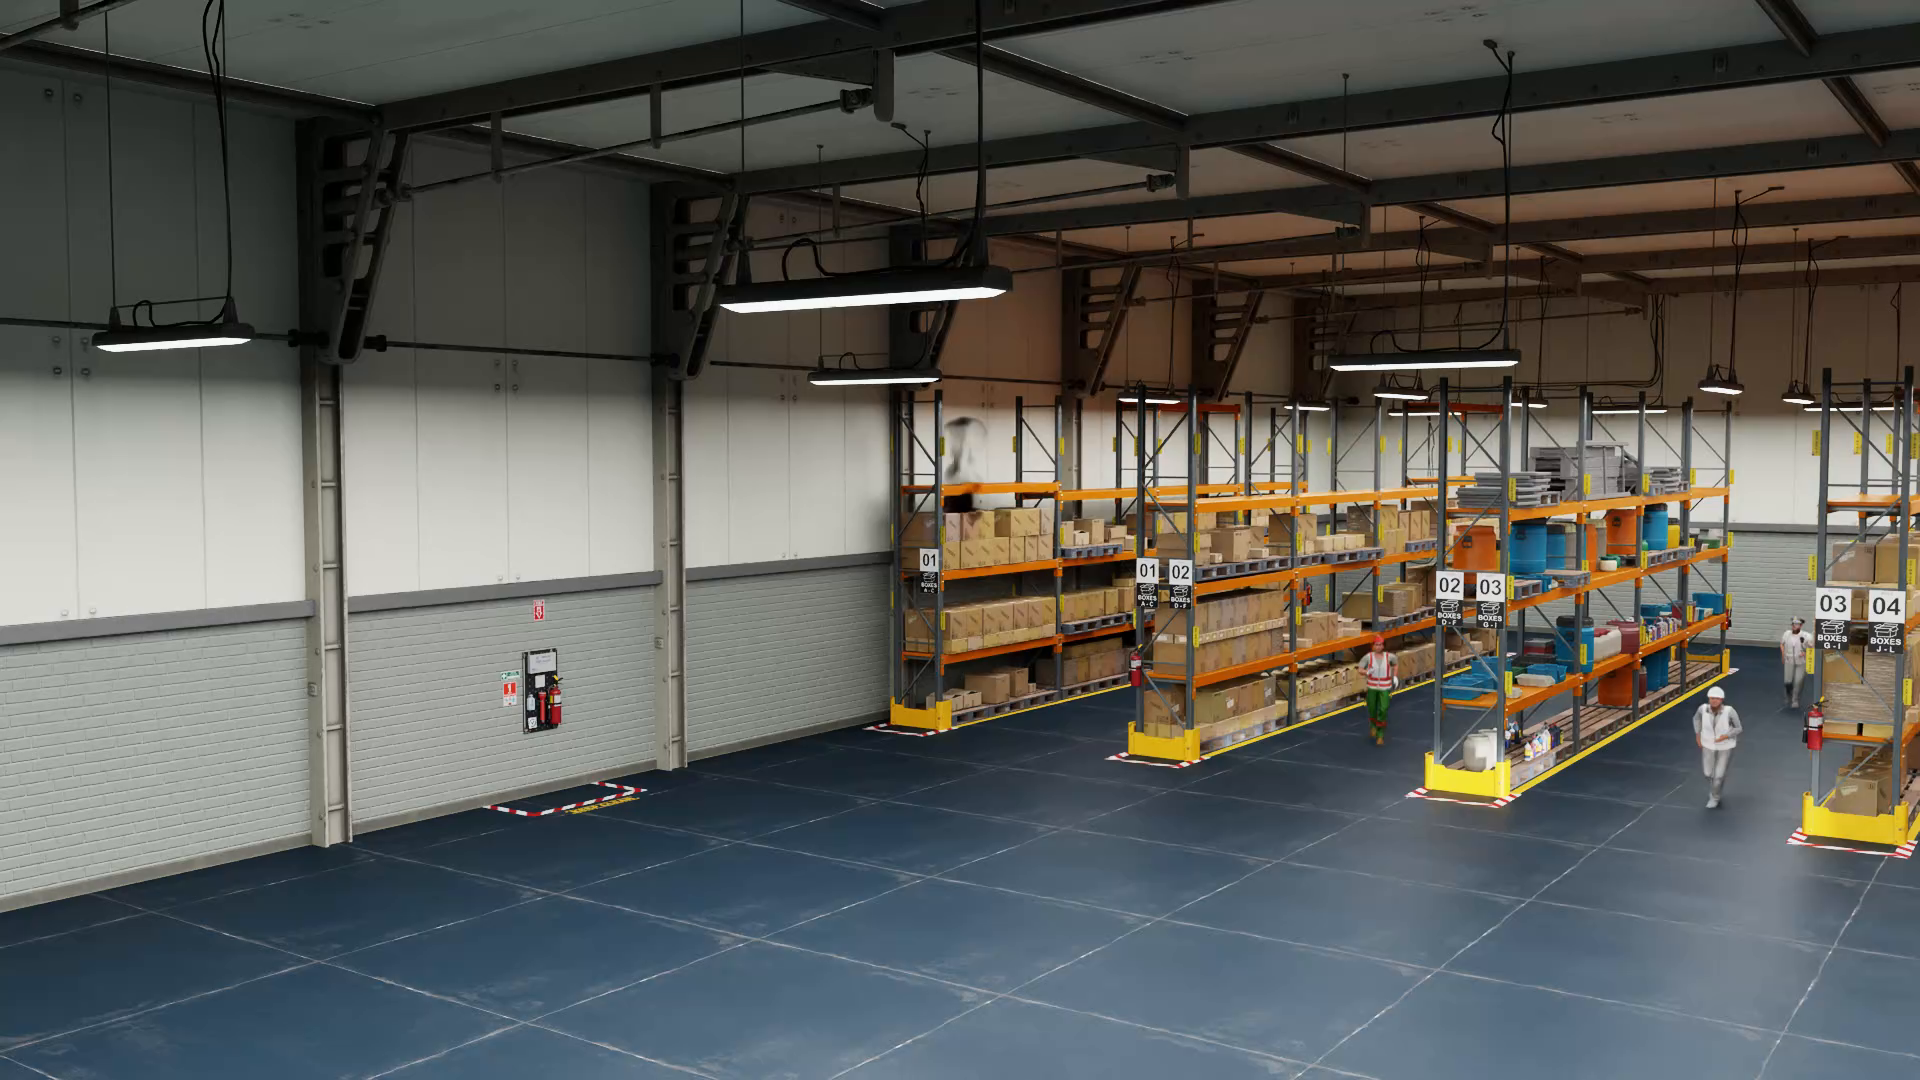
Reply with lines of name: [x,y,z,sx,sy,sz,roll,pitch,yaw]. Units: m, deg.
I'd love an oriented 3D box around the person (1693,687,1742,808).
person: [10.510,2.869,23.091,0.650,1.706,0.739,2,4,32]

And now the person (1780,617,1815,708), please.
person: [15.988,2.338,31.801,0.644,1.752,0.609,2,4,37]

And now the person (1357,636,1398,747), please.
person: [7.015,2.506,27.935,0.663,1.798,0.944,1,3,15]
